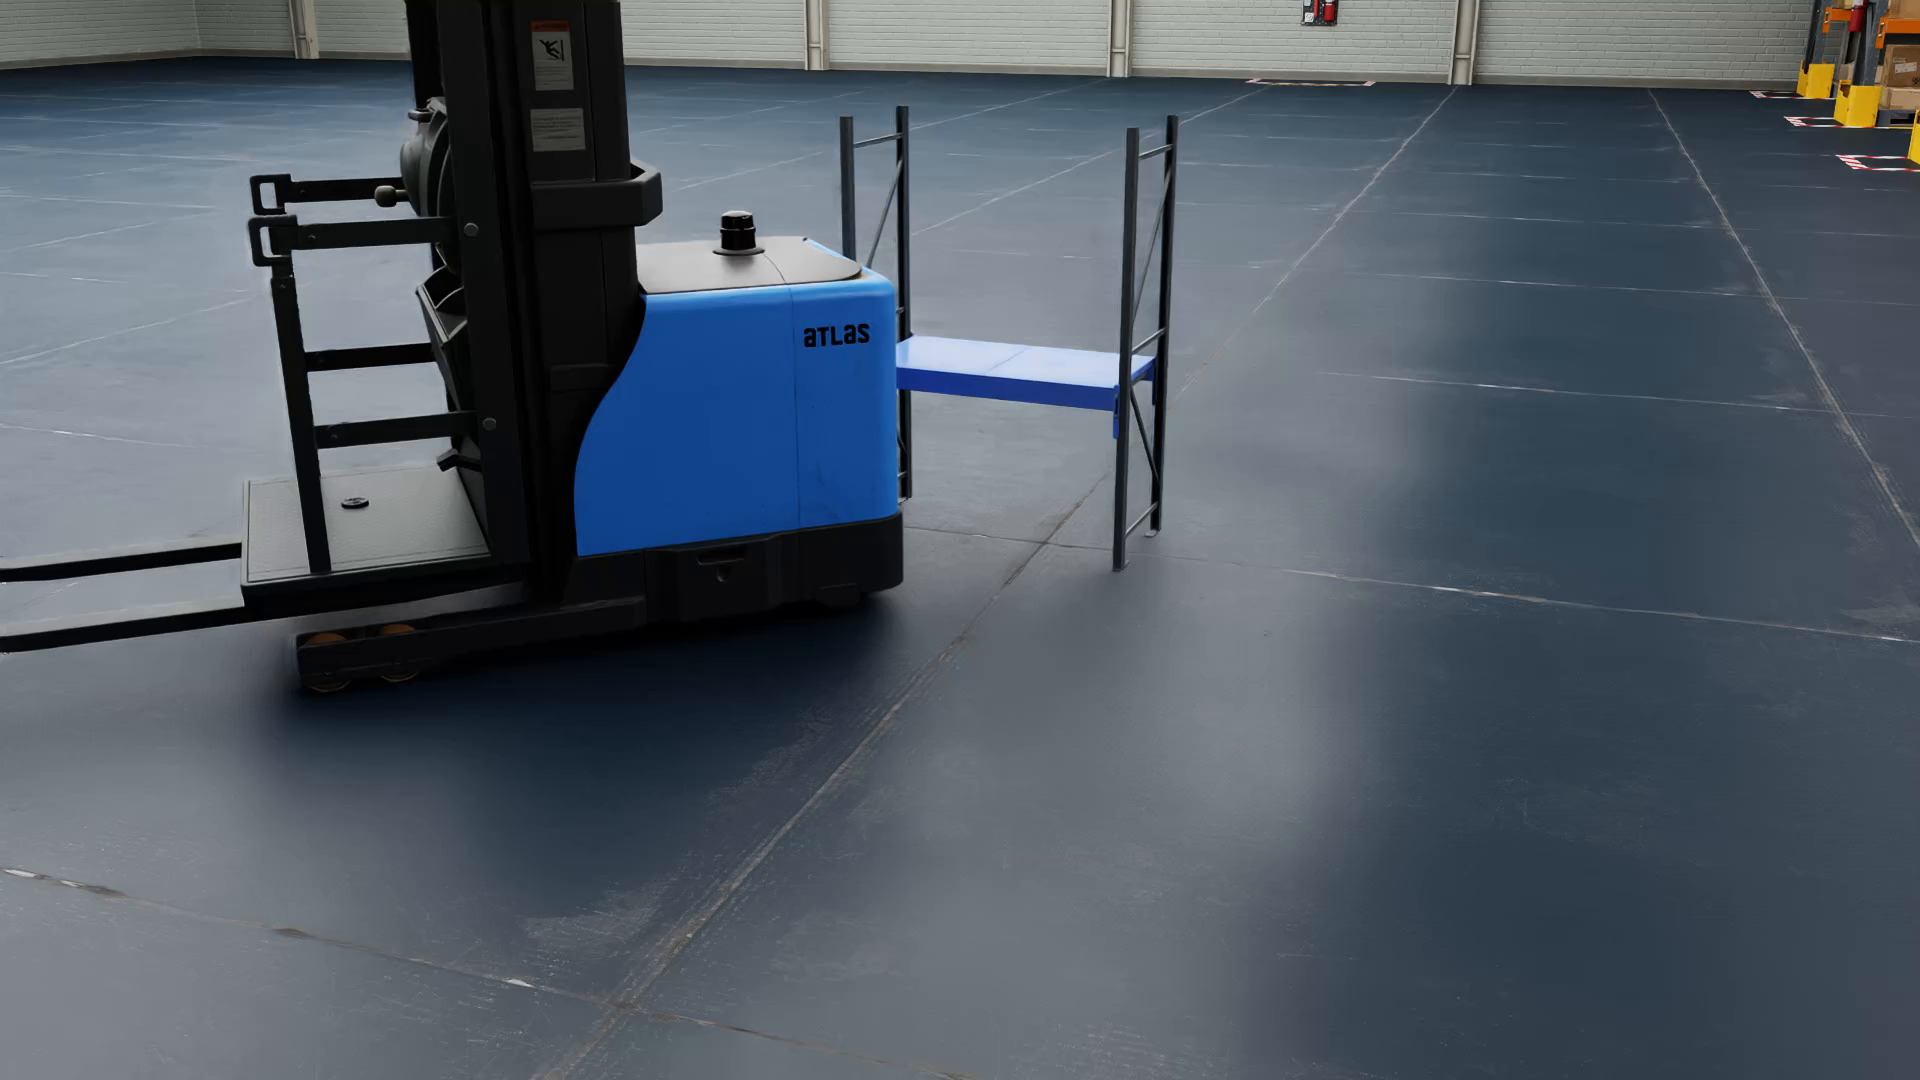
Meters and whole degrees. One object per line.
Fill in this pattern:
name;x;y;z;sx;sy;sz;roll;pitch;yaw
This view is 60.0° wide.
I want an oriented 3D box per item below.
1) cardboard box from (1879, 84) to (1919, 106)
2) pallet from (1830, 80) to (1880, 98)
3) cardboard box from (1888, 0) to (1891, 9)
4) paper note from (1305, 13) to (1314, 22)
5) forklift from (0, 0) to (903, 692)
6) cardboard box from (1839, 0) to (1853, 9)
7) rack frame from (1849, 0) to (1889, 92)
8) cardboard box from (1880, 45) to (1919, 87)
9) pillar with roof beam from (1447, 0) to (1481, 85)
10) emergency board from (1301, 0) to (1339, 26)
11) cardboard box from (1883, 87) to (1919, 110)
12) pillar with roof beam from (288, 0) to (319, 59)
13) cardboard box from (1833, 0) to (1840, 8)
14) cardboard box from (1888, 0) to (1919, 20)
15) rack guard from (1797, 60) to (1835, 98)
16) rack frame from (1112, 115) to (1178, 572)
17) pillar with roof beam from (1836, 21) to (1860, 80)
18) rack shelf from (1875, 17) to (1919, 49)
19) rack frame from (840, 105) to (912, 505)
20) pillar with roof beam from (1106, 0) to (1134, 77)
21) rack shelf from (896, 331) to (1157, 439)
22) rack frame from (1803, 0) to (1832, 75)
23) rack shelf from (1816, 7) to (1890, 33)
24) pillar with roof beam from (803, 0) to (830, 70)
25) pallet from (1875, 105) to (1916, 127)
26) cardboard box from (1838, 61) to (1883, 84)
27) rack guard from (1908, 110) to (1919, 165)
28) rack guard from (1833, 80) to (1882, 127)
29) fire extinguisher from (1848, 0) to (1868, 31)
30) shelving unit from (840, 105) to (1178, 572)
cardboard box;12.277;-5.787;21.661;0.500;0.250;0.500;7;20;18
pallet;14.124;-6.970;25.753;1.213;0.211;1.003;7;20;18
cardboard box;14.148;-8.130;25.039;0.500;0.250;0.500;6;20;16
paper note;6.107;-9.139;29.076;0.142;0.148;0.016;7;20;18
forklift;-1.756;-1.141;4.896;3.031;2.935;1.130;-7;21;-20
cardboard box;13.653;-8.181;25.187;0.500;0.250;0.500;6;20;16
rack frame;11.674;-6.854;21.181;0.127;3.000;1.000;7;20;18
cardboard box;12.278;-6.142;21.540;0.500;0.500;0.500;7;20;18
pillar with roof beam;7.161;-10.730;23.187;0.400;9.000;9.100;7;20;18
emergency board;6.251;-9.514;28.814;0.643;1.169;0.194;7;20;18
cardboard box;12.107;-5.626;21.199;0.500;0.250;0.500;7;20;18
pillar with roof beam;-15.510;-13.322;30.624;0.400;9.000;9.100;7;20;18
cardboard box;13.801;-8.343;25.650;0.500;0.250;0.500;7;20;19
cardboard box;12.111;-6.846;21.008;0.500;0.500;0.700;7;20;18
rack guard;13.368;-7.206;25.988;0.348;0.500;1.175;7;20;18
rack frame;0.639;-0.674;5.732;0.032;1.500;0.500;8;21;21
pillar with roof beam;12.828;-10.082;21.328;0.400;9.000;9.100;7;20;18
rack shelf;13.563;-6.298;20.679;4.000;0.370;1.077;7;20;18
rack frame;-0.299;-0.804;6.103;0.032;1.500;0.500;8;21;21
pillar with roof beam;1.493;-11.378;25.046;0.400;9.000;9.100;7;20;18
rack shelf;0.170;-0.569;5.977;1.000;0.185;0.538;8;21;21
rack frame;13.296;-8.394;25.600;0.127;3.000;1.000;7;20;18
rack shelf;15.185;-7.838;25.099;4.000;0.370;1.077;7;20;18
pillar with roof beam;-4.175;-12.026;26.905;0.400;9.000;9.100;7;20;18
pallet;12.410;-5.467;21.440;1.213;0.211;1.003;7;20;18
cardboard box;13.920;-7.230;25.676;0.500;0.311;0.500;4;20;12
rack guard;10.132;-4.140;17.193;0.348;0.500;1.175;7;20;18
rack guard;11.651;-5.676;21.599;0.348;0.500;1.175;7;20;18
fire extinguisher;11.715;-6.974;21.644;0.183;0.674;0.296;7;20;18
shelving unit;0.170;-0.739;5.918;1.048;1.500;0.538;8;21;21
